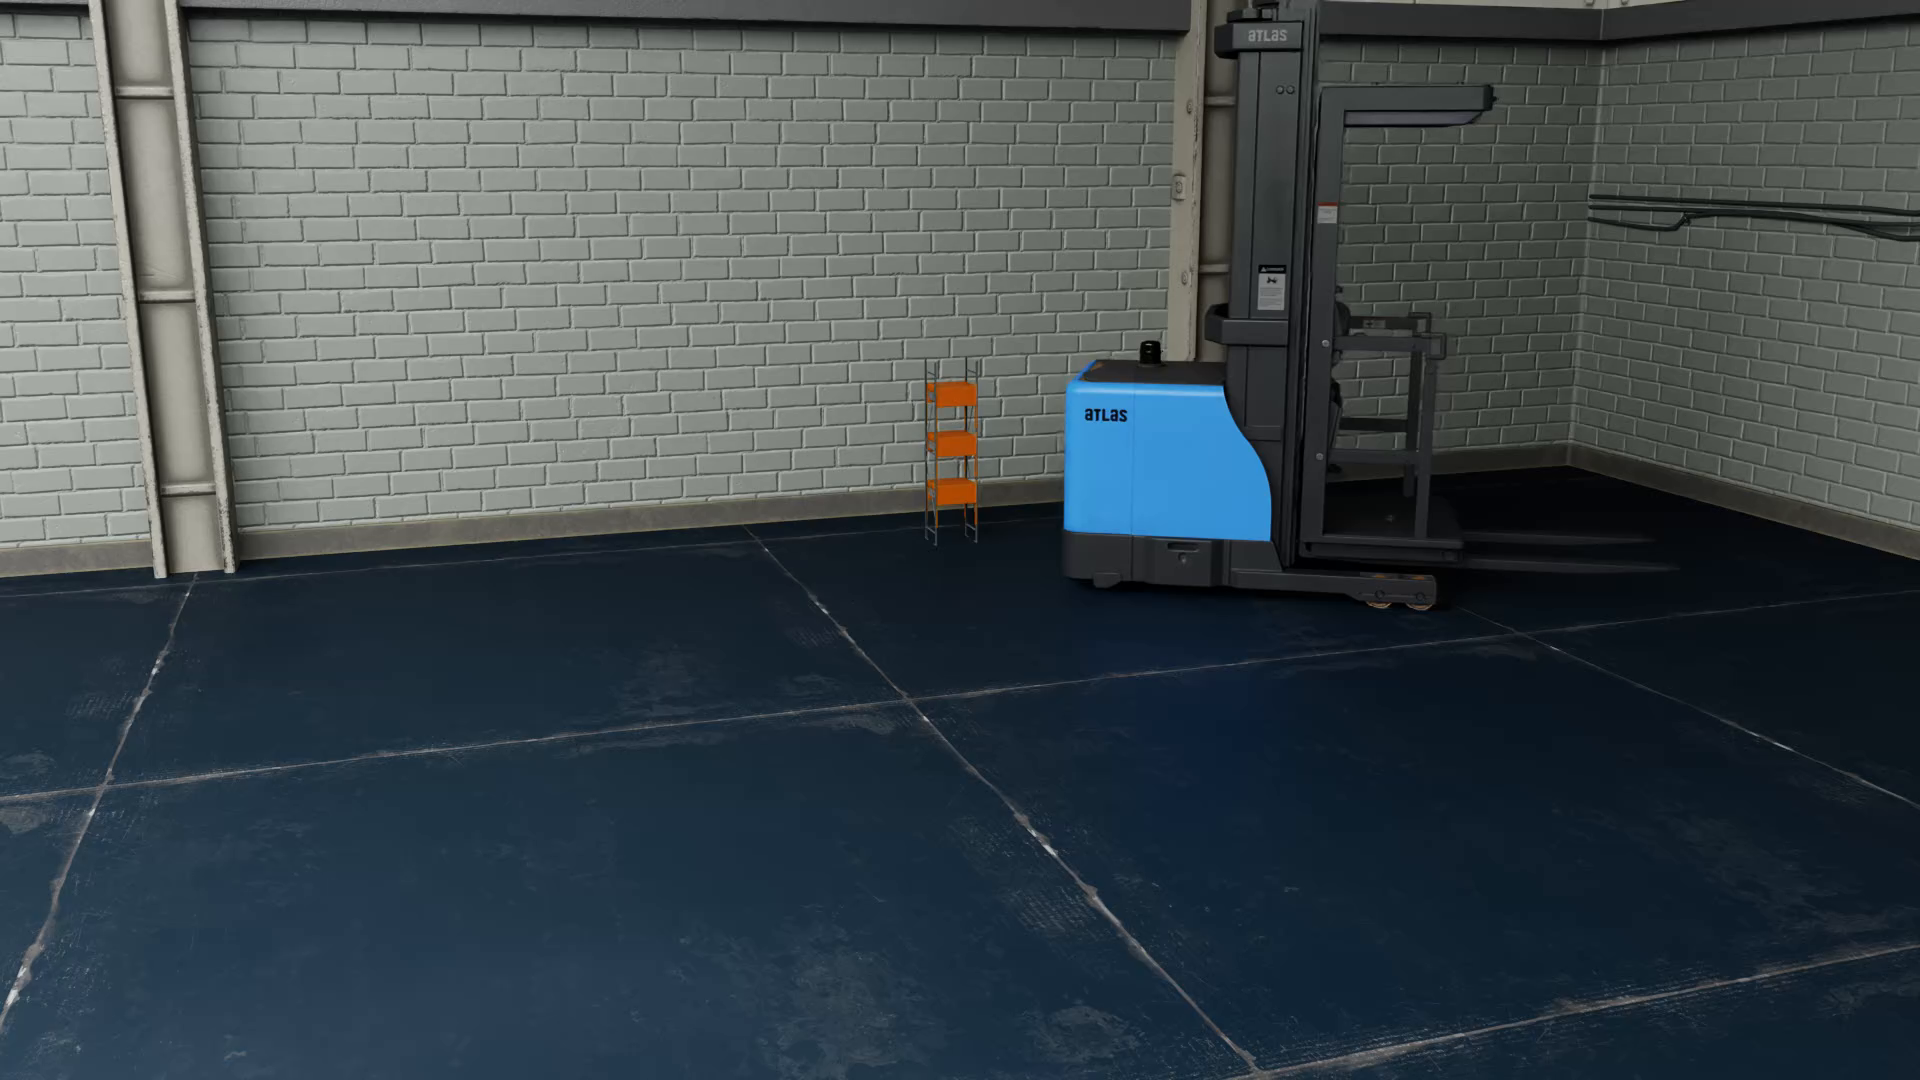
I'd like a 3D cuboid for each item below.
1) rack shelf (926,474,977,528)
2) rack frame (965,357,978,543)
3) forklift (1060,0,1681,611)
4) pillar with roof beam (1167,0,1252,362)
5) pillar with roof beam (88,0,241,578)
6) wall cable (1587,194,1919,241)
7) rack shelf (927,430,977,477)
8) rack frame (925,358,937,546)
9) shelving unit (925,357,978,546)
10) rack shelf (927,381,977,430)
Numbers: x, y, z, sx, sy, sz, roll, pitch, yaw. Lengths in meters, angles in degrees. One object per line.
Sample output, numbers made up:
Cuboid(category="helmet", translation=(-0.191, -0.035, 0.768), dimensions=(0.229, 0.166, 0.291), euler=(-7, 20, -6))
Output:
Cuboid(category="rack shelf", translation=(-0.051, -0.226, 9.571), dimensions=(0.240, 0.259, 0.215), euler=(-4, 14, -18))
Cuboid(category="rack frame", translation=(0.065, -0.516, 9.543), dimensions=(0.008, 1.050, 0.200), euler=(-4, 14, -18))
Cuboid(category="forklift", translation=(2.089, -1.212, 8.406), dimensions=(3.031, 2.935, 1.130), euler=(3, 14, 11))
Cuboid(category="pillar with roof beam", translation=(2.942, -3.723, 5.847), dimensions=(0.400, 9.000, 9.100), euler=(-4, 14, -18))
Cuboid(category="pillar with roof beam", translation=(-2.745, -3.280, 3.985), dimensions=(0.400, 9.000, 9.100), euler=(-4, 14, -18))
Cuboid(category="wall cable", translation=(4.782, -3.084, 9.870), dimensions=(0.112, 2.526, 3.097), euler=(-4, 14, -18))
Cuboid(category="rack shelf", translation=(-0.051, -0.497, 9.507), dimensions=(0.240, 0.259, 0.215), euler=(-4, 14, -18))
Cuboid(category="rack frame", translation=(-0.166, -0.498, 9.467), dimensions=(0.008, 1.050, 0.200), euler=(-4, 14, -18))
Cuboid(category="shelving unit", translation=(-0.051, -0.507, 9.505), dimensions=(0.252, 1.050, 0.215), euler=(-4, 14, -18))
Cuboid(category="rack shelf", translation=(-0.051, -0.773, 9.441), dimensions=(0.240, 0.259, 0.215), euler=(-4, 14, -18))
